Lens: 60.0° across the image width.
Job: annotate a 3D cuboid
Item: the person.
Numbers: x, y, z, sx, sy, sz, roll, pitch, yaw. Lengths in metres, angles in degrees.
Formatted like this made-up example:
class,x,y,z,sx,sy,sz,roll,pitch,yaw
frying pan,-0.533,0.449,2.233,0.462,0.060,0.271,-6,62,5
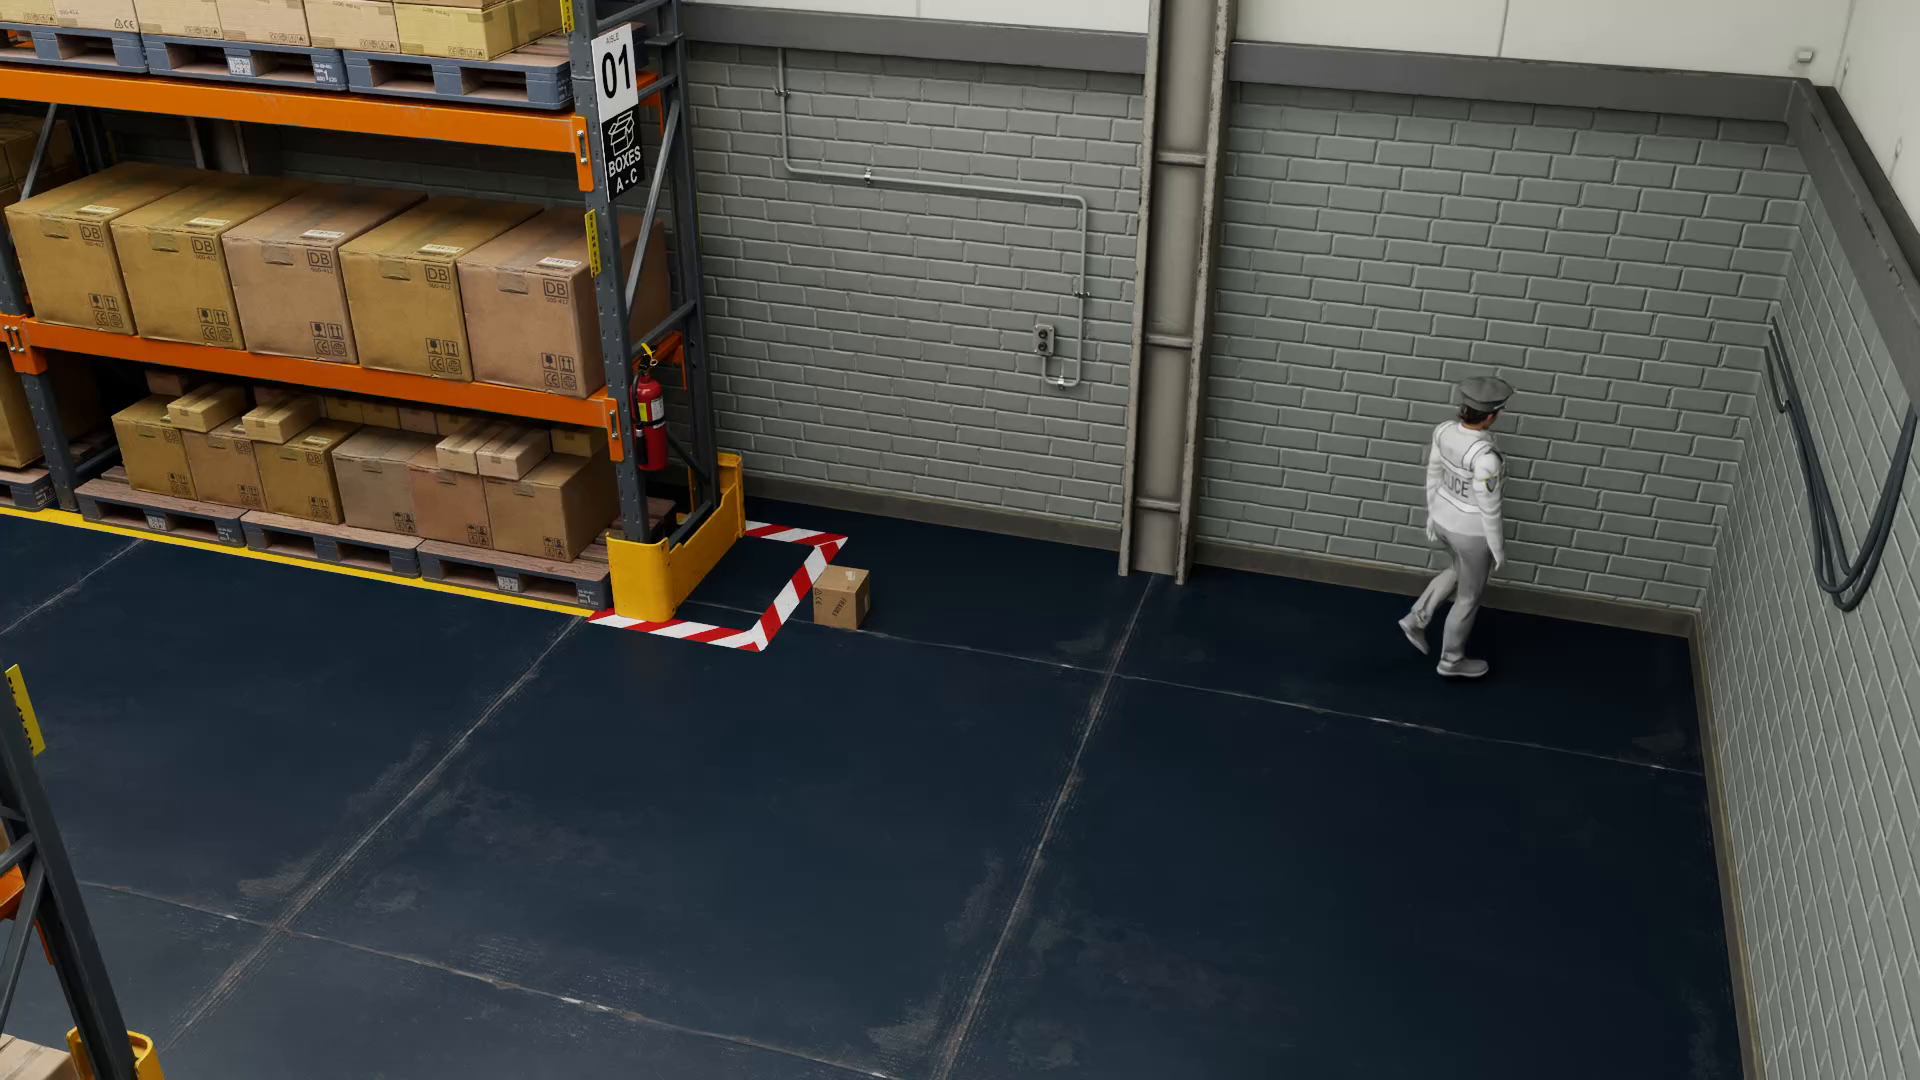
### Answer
class,x,y,z,sx,sy,sz,roll,pitch,yaw
person,2.596,-0.053,8.549,0.428,1.663,0.502,-8,30,-14
